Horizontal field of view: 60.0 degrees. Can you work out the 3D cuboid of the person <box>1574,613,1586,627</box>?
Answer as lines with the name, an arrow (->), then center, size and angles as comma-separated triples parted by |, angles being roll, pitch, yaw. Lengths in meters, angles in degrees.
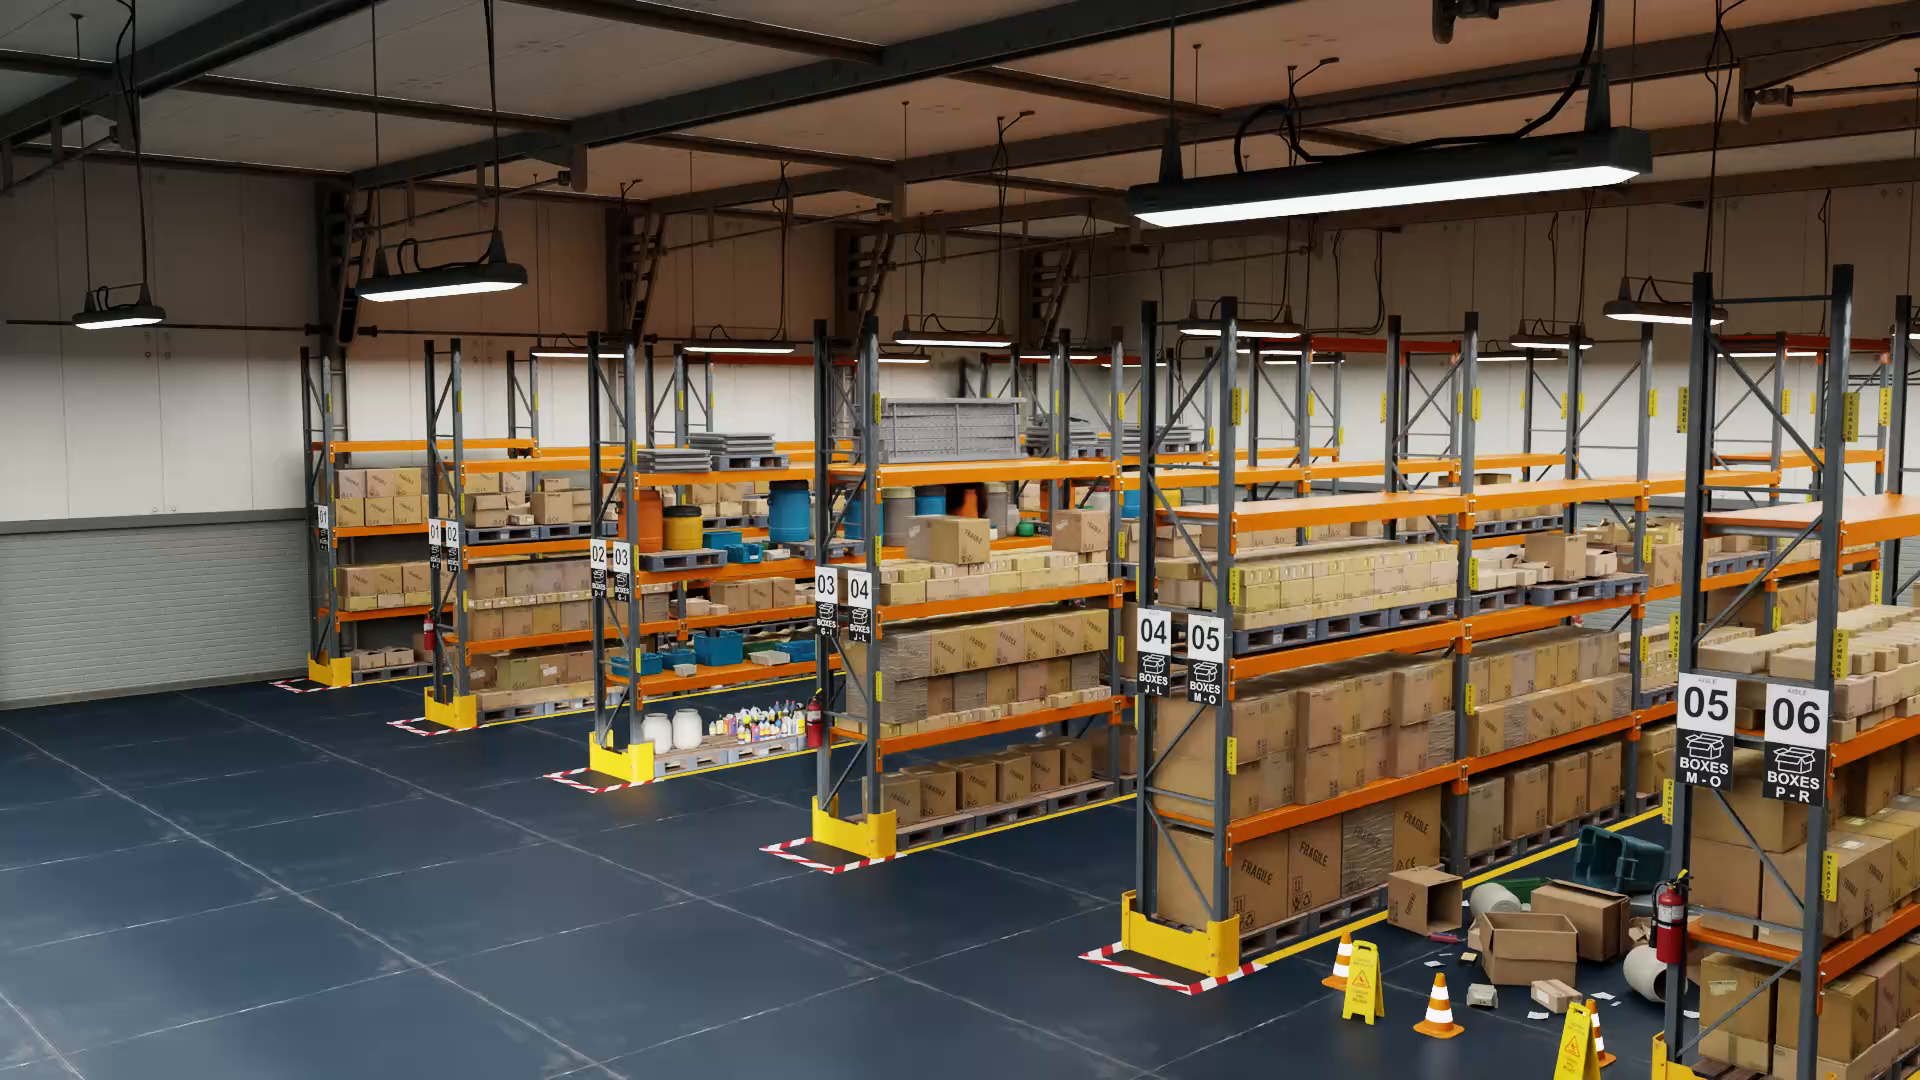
person -> 11.111, 1.628, 30.406 | 0.710, 1.757, 0.665 | 4, 7, 41

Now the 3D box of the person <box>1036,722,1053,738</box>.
person -> 1.169, 2.024, 23.629 | 0.554, 1.597, 0.687 | 5, 7, 44
